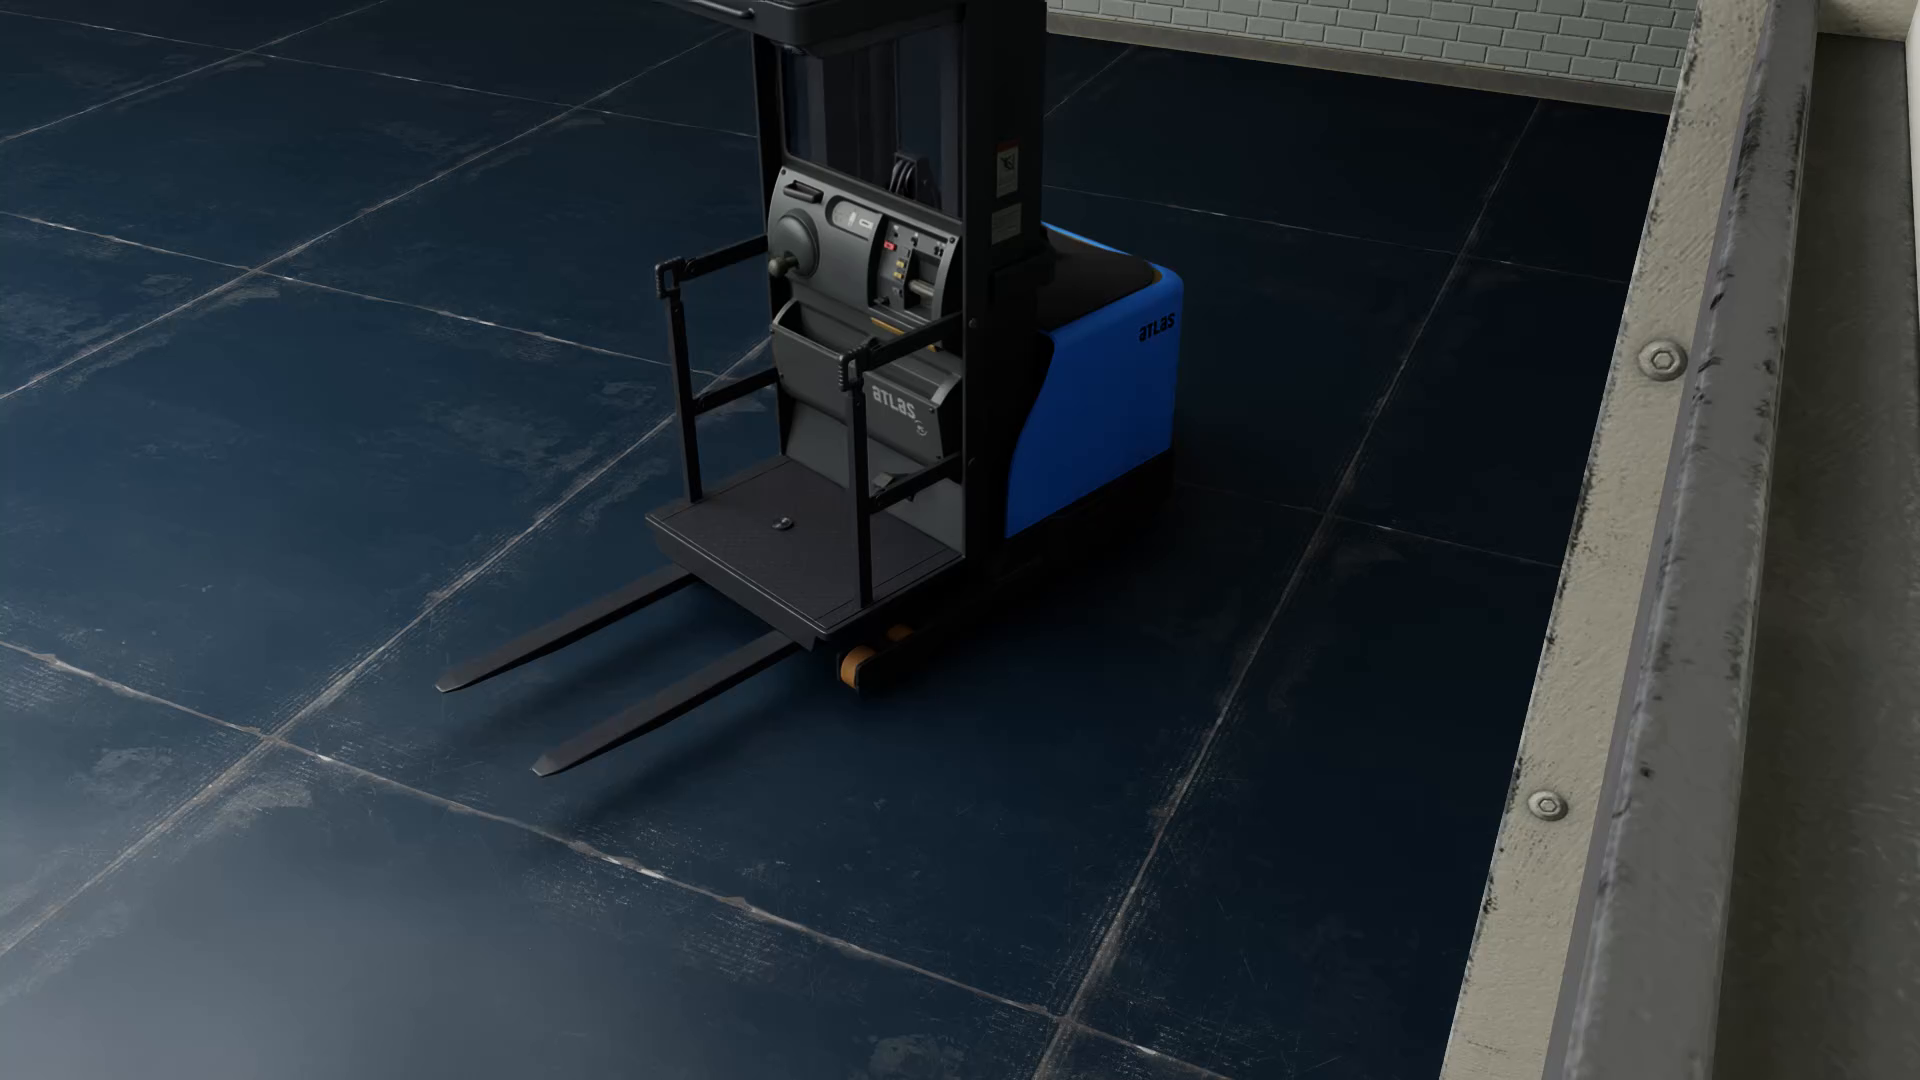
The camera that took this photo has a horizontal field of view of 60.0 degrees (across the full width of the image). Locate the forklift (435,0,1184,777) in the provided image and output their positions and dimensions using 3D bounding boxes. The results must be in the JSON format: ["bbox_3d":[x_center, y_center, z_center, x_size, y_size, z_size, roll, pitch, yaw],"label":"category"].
[{"bbox_3d":[-0.502,-0.993,5.742,3.031,2.935,1.130,-28,43,-36],"label":"forklift"}]
